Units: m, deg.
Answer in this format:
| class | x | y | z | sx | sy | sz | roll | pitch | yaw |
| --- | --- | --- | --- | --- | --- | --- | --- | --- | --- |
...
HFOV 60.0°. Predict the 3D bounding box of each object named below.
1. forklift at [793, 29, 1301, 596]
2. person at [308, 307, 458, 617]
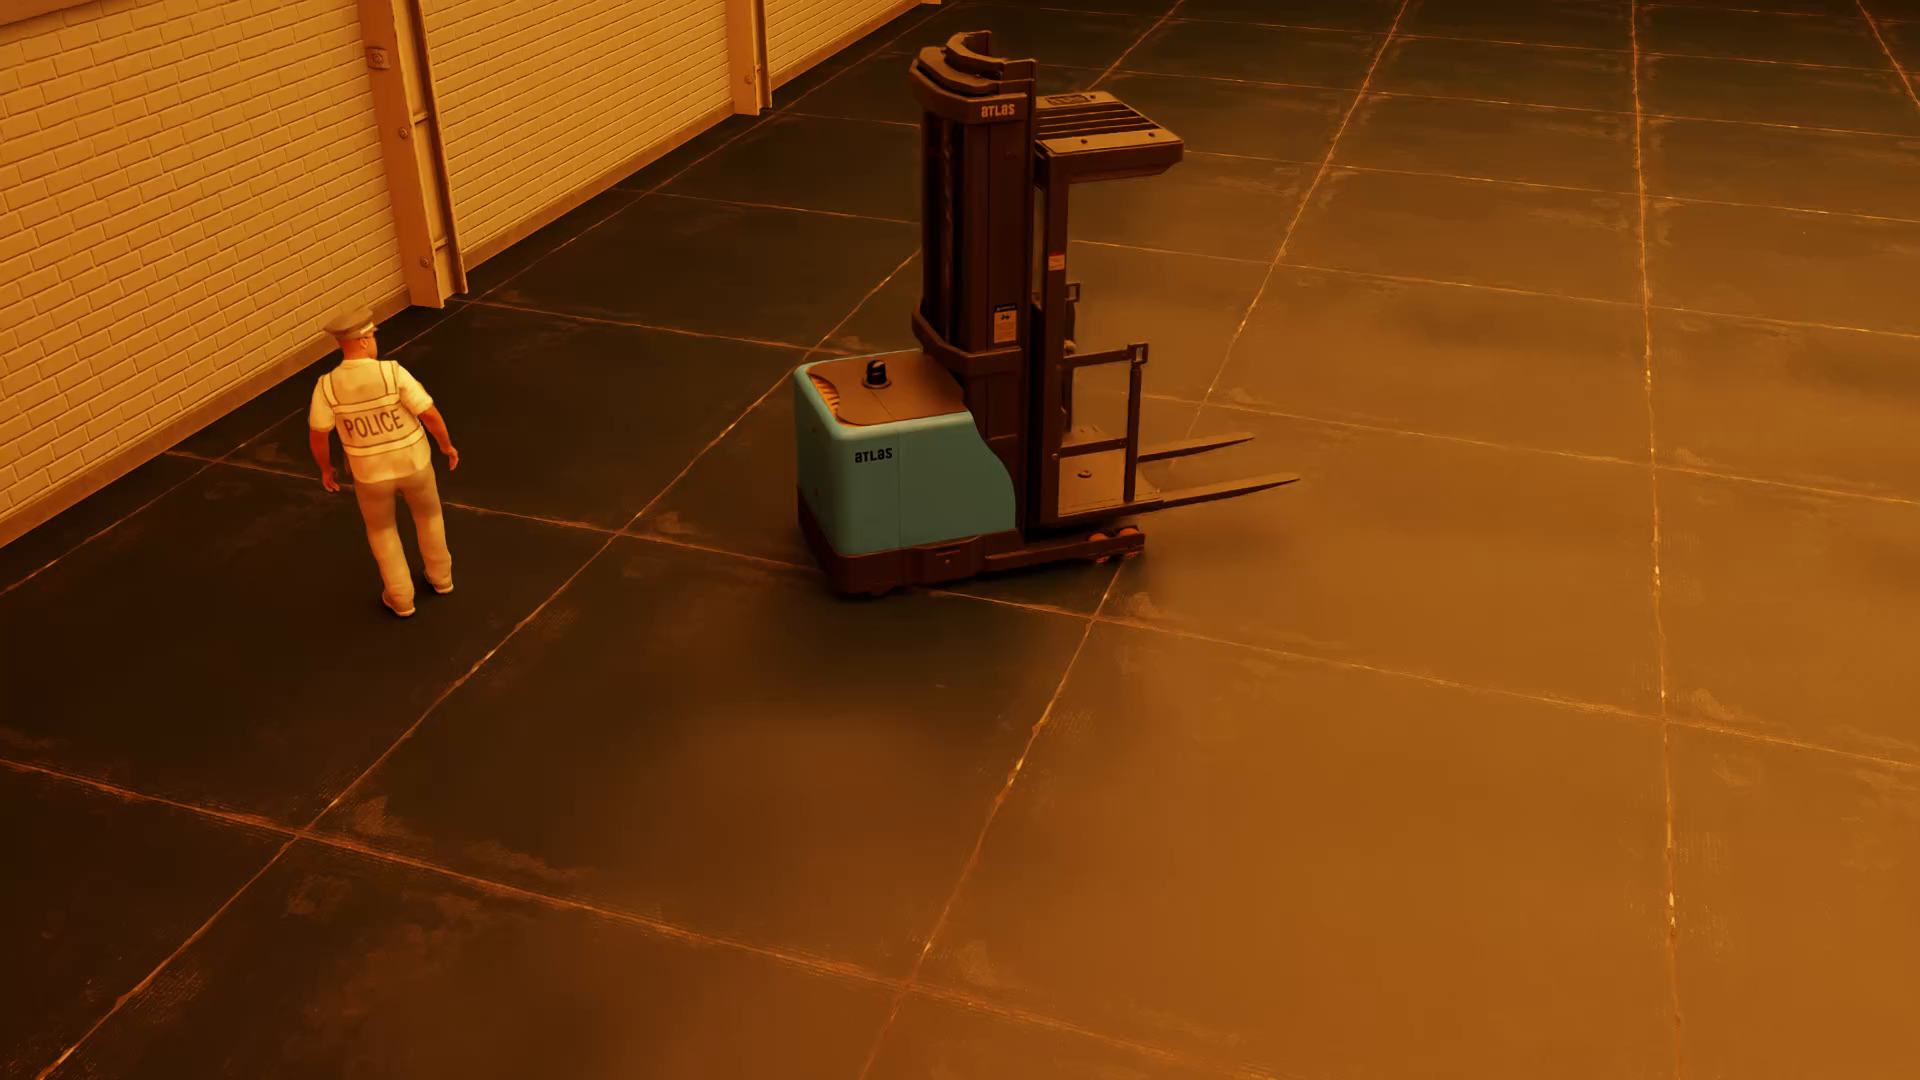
| class | x | y | z | sx | sy | sz | roll | pitch | yaw |
| --- | --- | --- | --- | --- | --- | --- | --- | --- | --- |
| forklift | 0.581 | -1.381 | 9.559 | 3.031 | 2.935 | 1.130 | -10 | 31 | -16 |
| person | -3.135 | -0.436 | 9.102 | 0.739 | 1.742 | 0.515 | -11 | 32 | -19 |
